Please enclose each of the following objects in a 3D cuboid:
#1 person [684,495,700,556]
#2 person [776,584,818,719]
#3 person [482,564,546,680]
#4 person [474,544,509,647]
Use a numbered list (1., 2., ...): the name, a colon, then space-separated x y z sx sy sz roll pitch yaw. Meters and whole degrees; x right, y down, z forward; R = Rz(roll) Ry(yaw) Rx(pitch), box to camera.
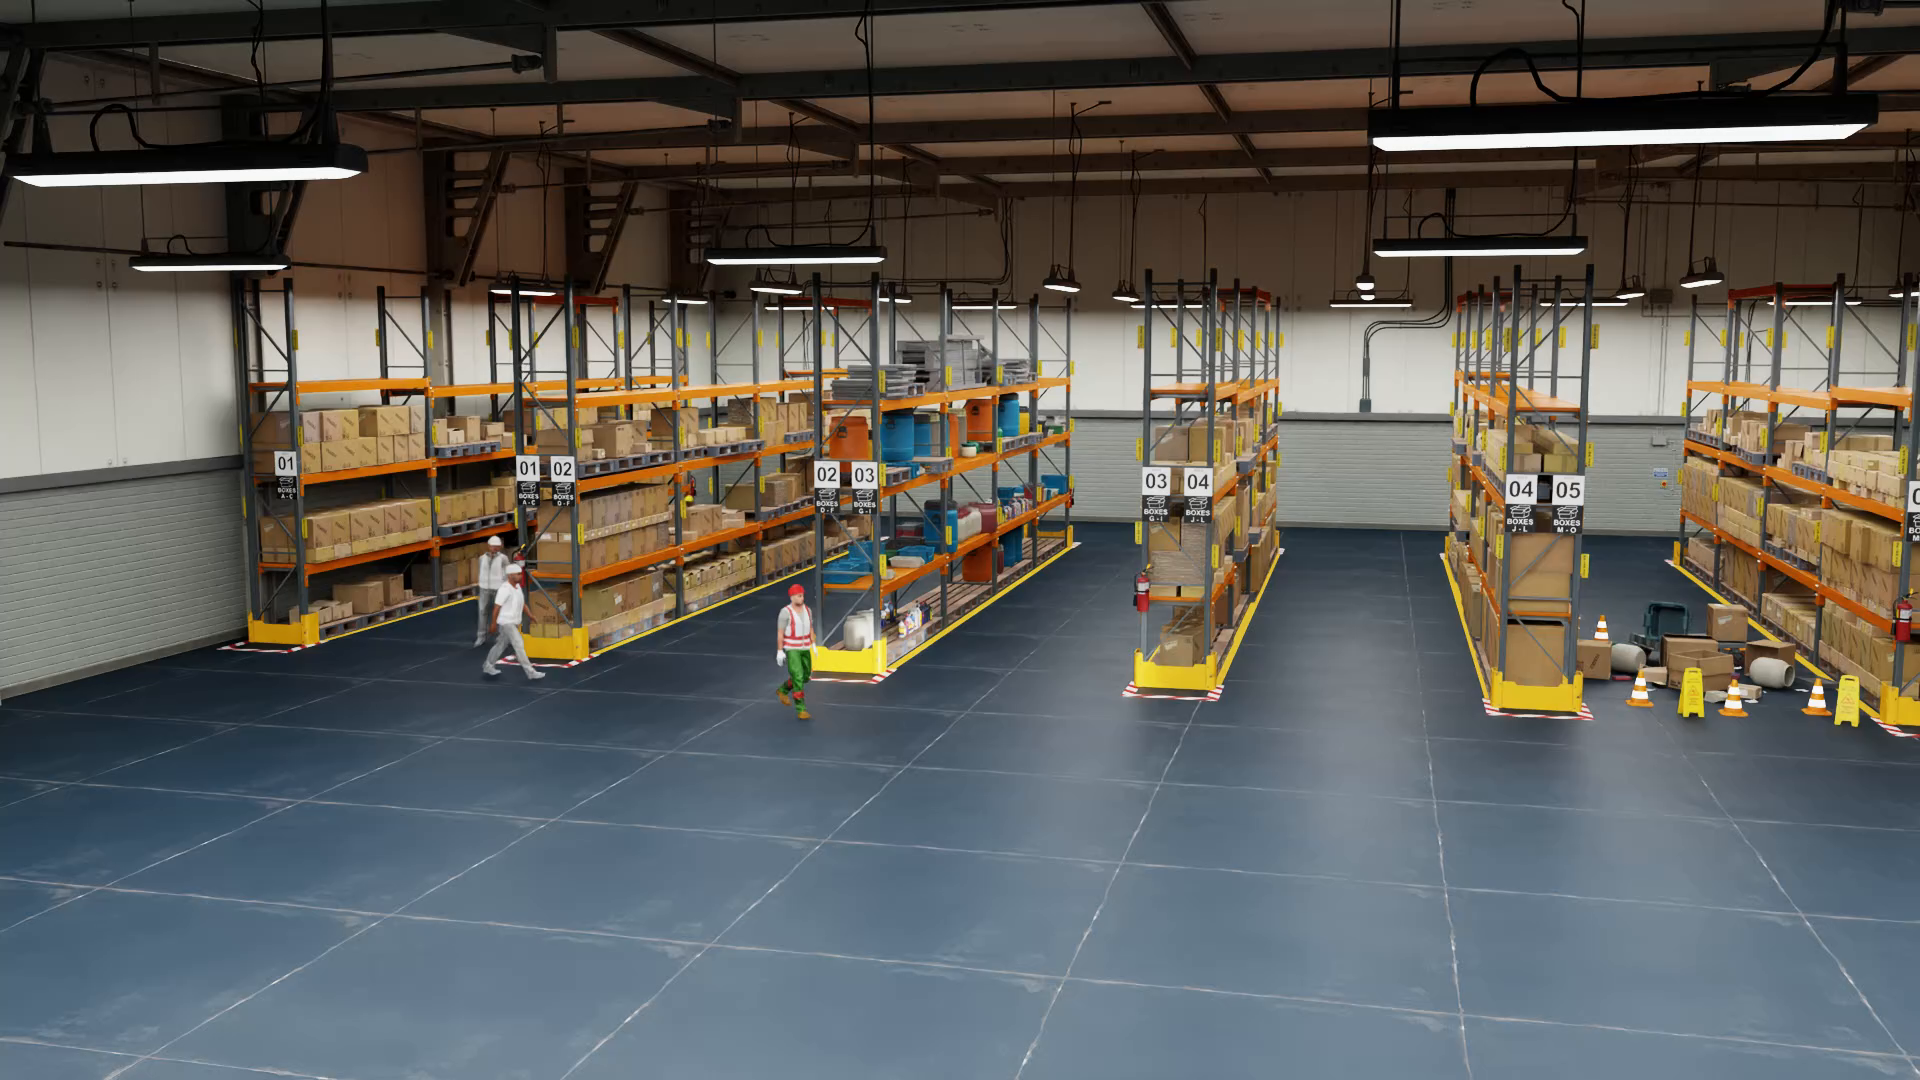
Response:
1. person: -5.850 -0.167 36.281 0.665 1.659 0.704 3 7 23
2. person: -2.195 1.460 22.266 0.612 1.764 0.910 -6 9 -43
3. person: -6.612 1.203 24.561 1.121 1.695 0.628 2 7 18
4. person: -7.780 0.867 27.568 0.562 1.729 0.722 0 7 1
